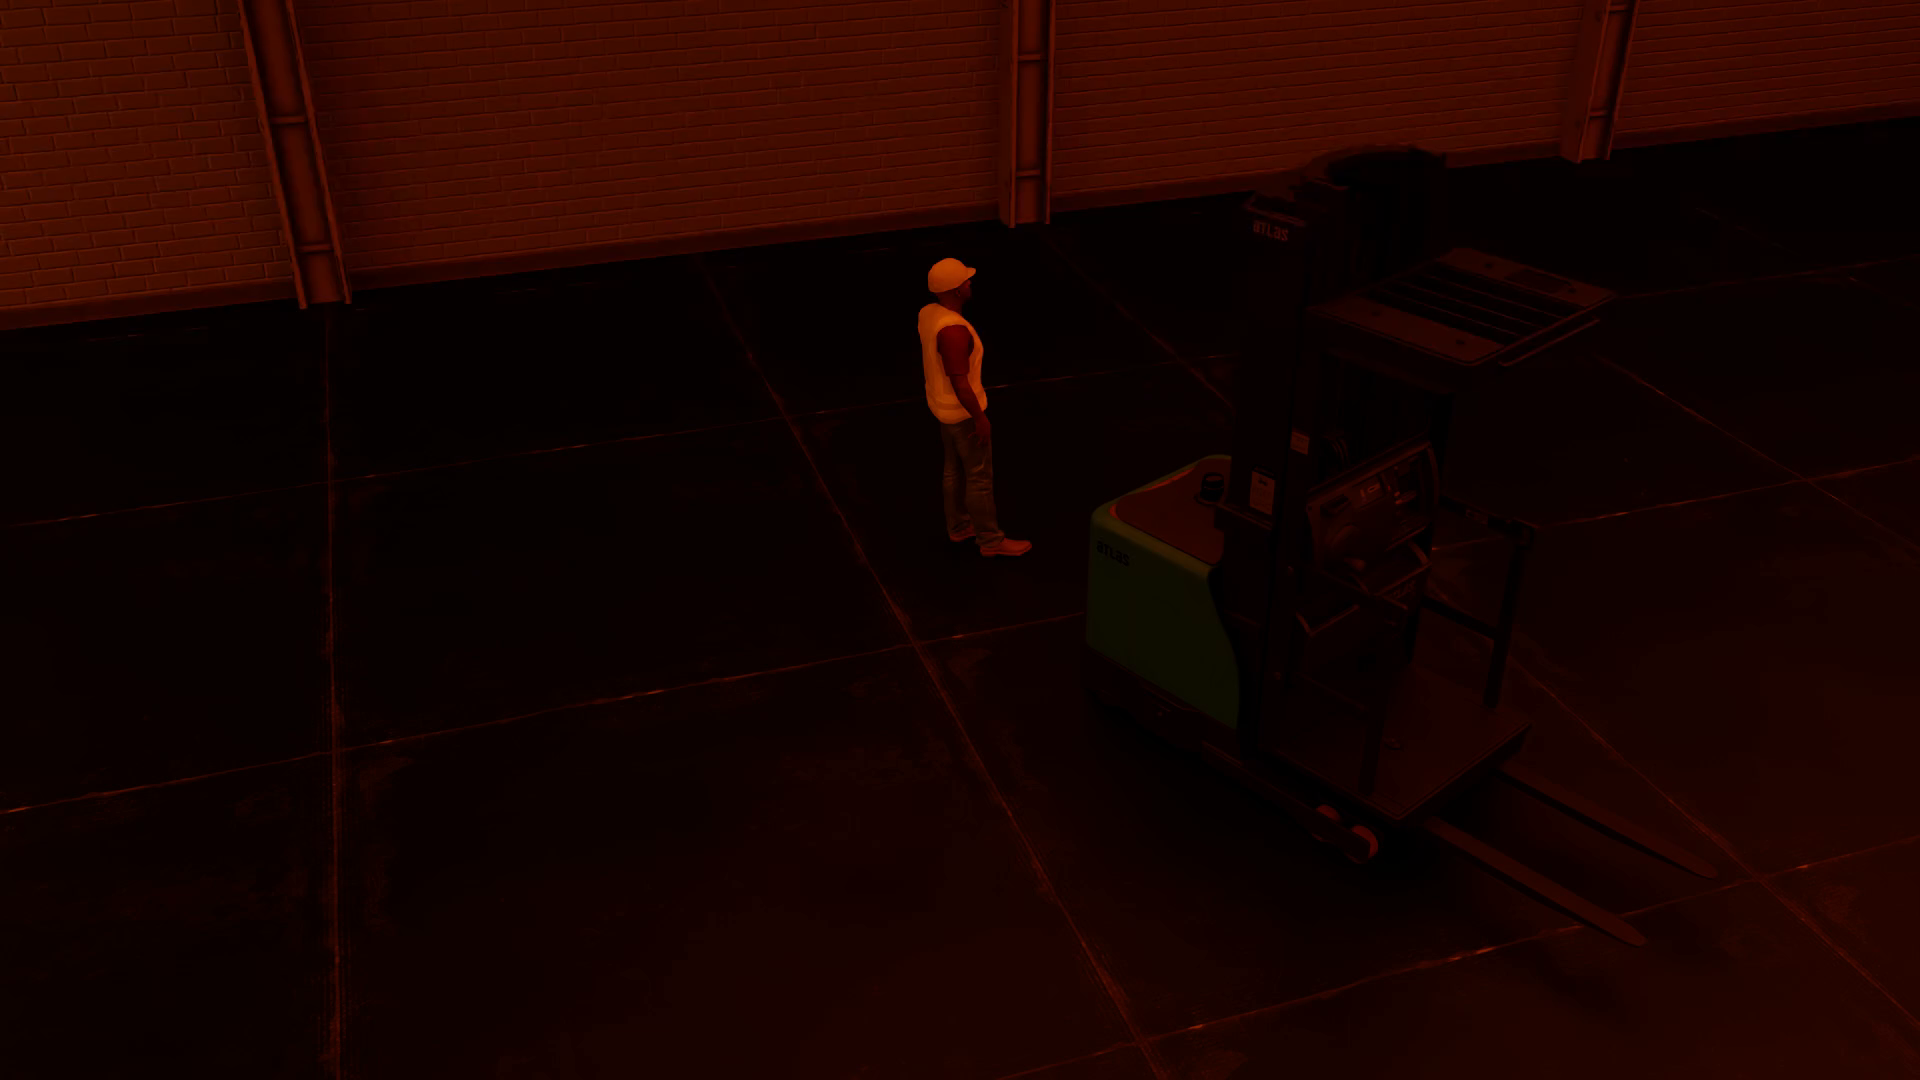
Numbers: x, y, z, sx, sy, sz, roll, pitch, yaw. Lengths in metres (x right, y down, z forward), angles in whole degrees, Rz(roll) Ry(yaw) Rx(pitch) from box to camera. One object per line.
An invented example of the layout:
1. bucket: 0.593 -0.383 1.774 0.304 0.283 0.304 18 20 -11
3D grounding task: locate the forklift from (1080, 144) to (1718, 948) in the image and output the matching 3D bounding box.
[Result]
1. forklift: 1.983 -0.103 7.266 1.130 2.935 3.031 -24 38 -35

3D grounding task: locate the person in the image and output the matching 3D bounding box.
1. person: 0.068 -0.780 9.597 0.575 1.768 0.666 -10 31 -16
